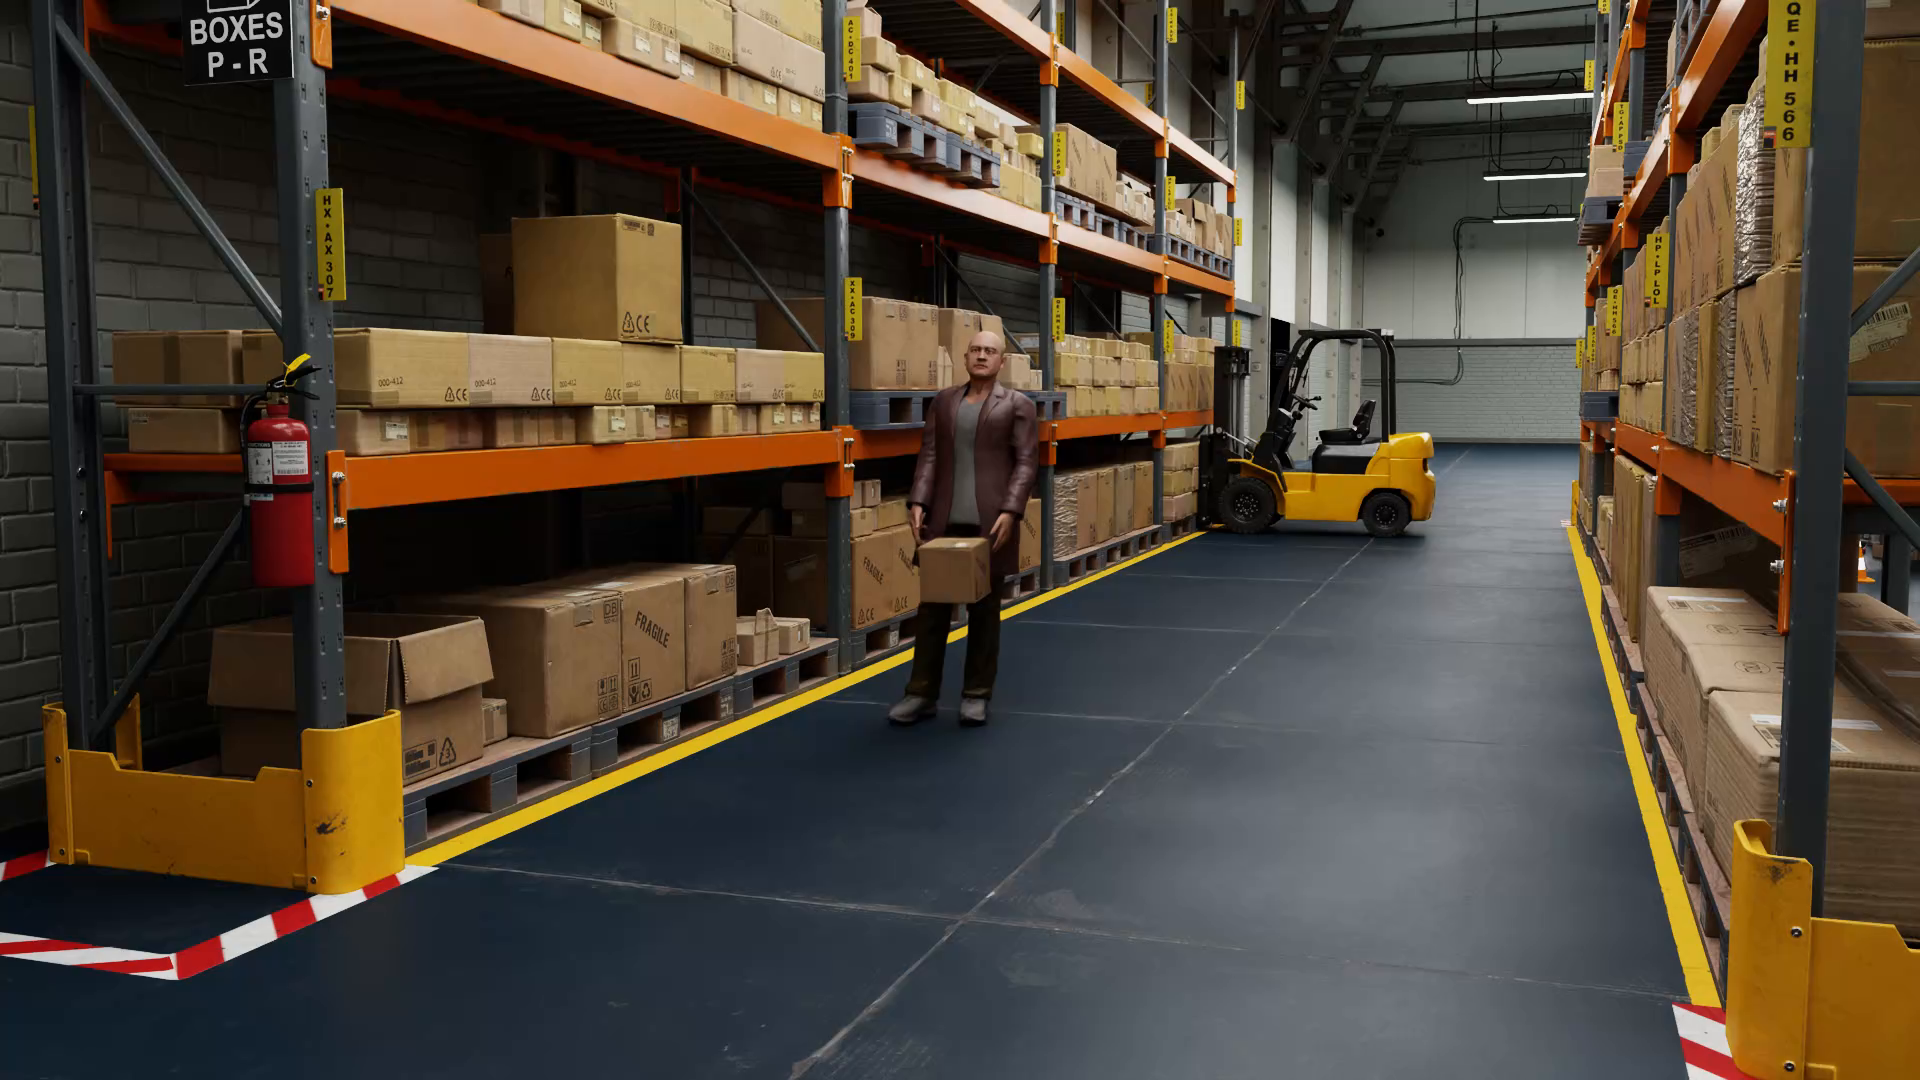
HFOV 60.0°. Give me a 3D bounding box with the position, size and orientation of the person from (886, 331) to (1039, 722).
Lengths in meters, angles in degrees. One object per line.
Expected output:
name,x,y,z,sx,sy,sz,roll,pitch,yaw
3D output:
person,0.028,-0.065,7.582,0.607,1.776,0.575,2,5,19
